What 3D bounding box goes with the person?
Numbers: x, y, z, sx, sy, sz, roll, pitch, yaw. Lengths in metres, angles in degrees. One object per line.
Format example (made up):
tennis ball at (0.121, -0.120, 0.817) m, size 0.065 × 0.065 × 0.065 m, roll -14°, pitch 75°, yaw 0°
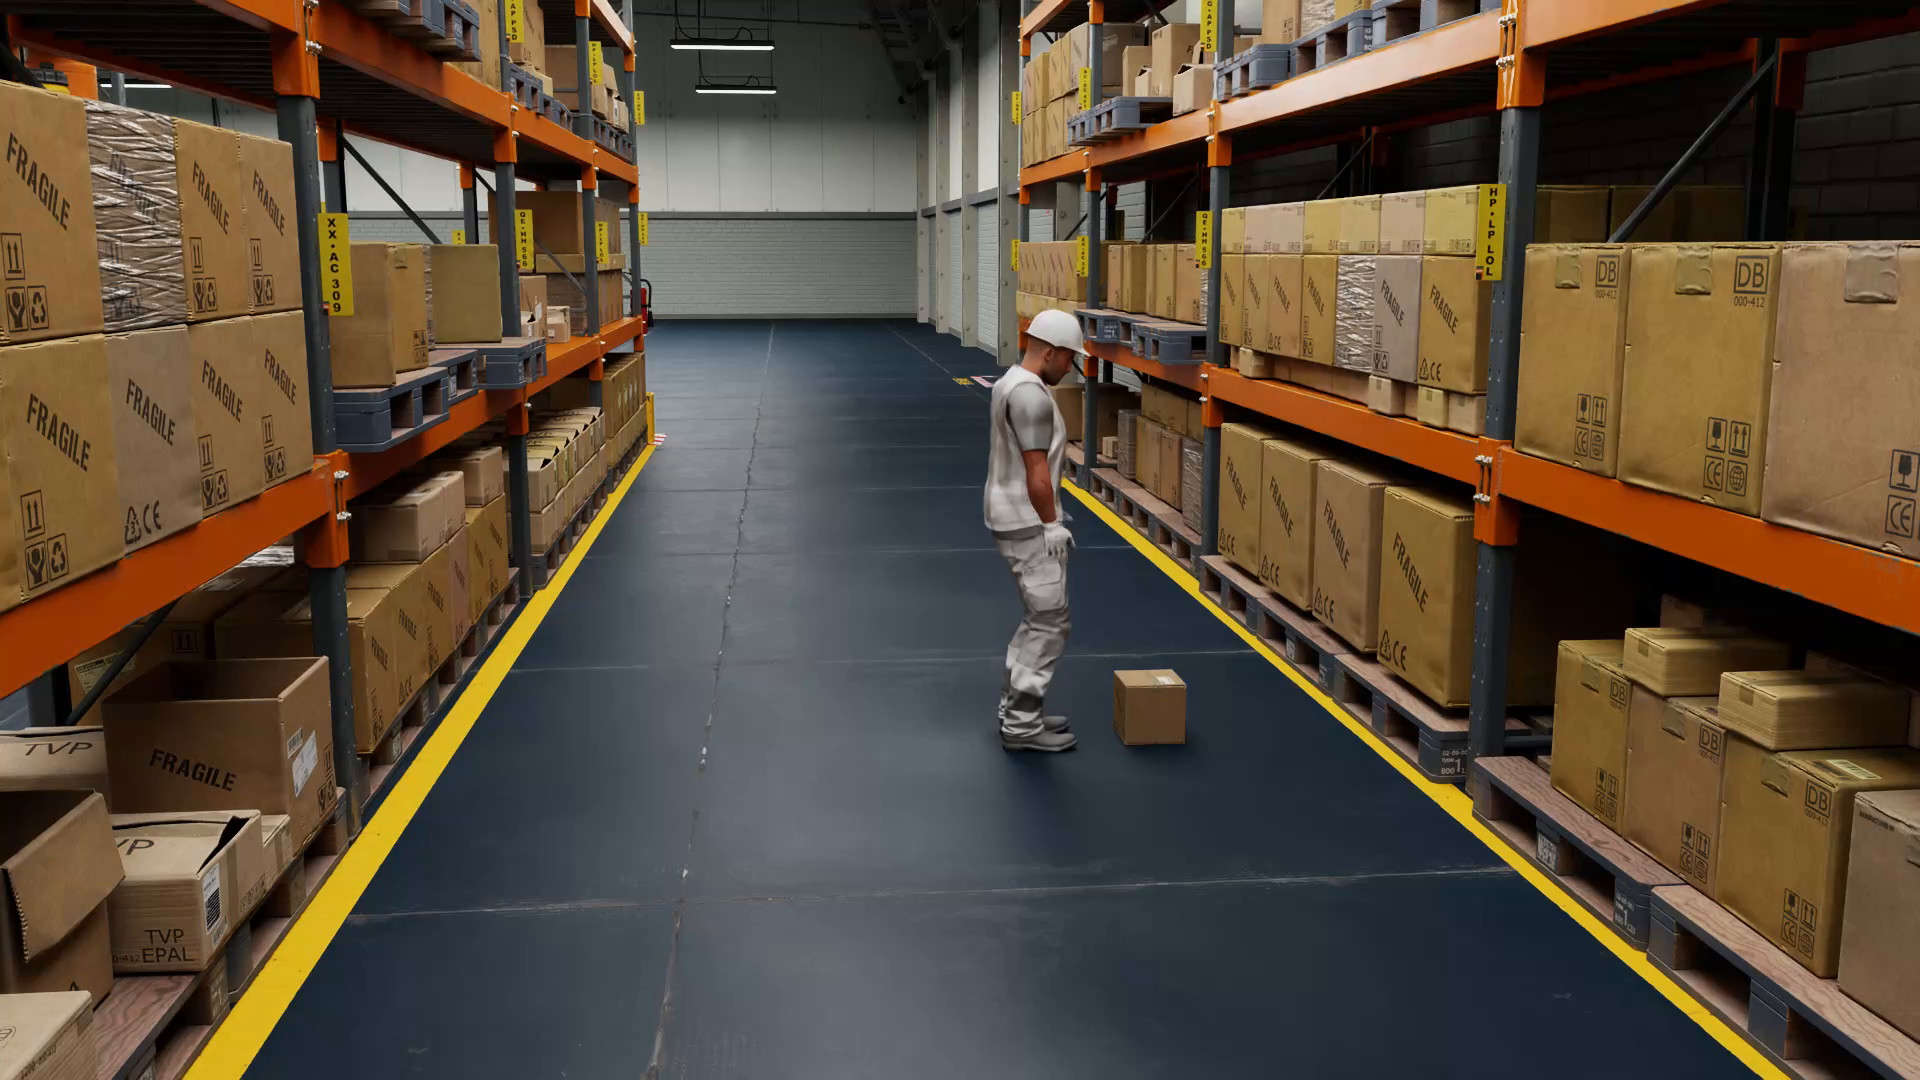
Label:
person at (0.320, -0.026, 6.709) m, size 0.496 × 1.712 × 0.551 m, roll -1°, pitch 10°, yaw -5°
